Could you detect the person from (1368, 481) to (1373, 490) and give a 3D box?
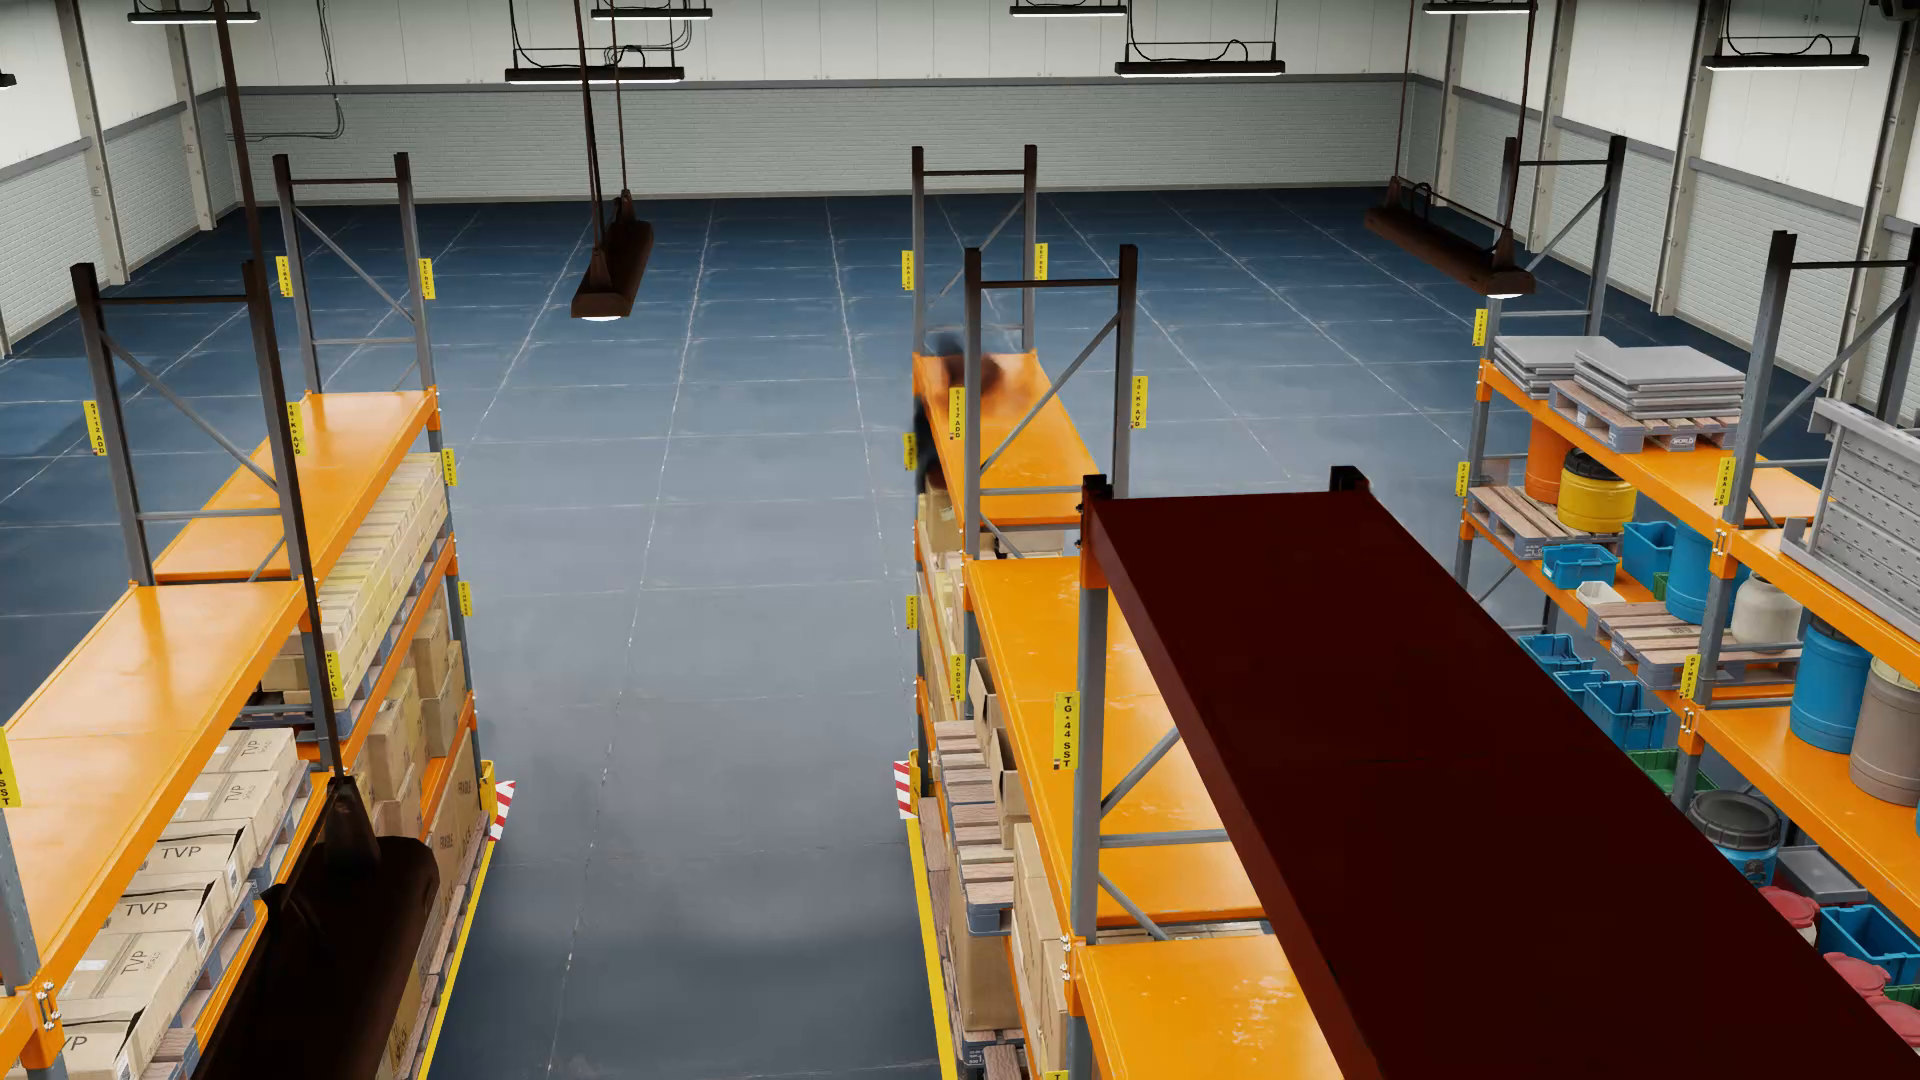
[{"bbox_3d":[4.563,0.023,19.338,0.538,1.663,0.630,7,23,17],"label":"person"}]
